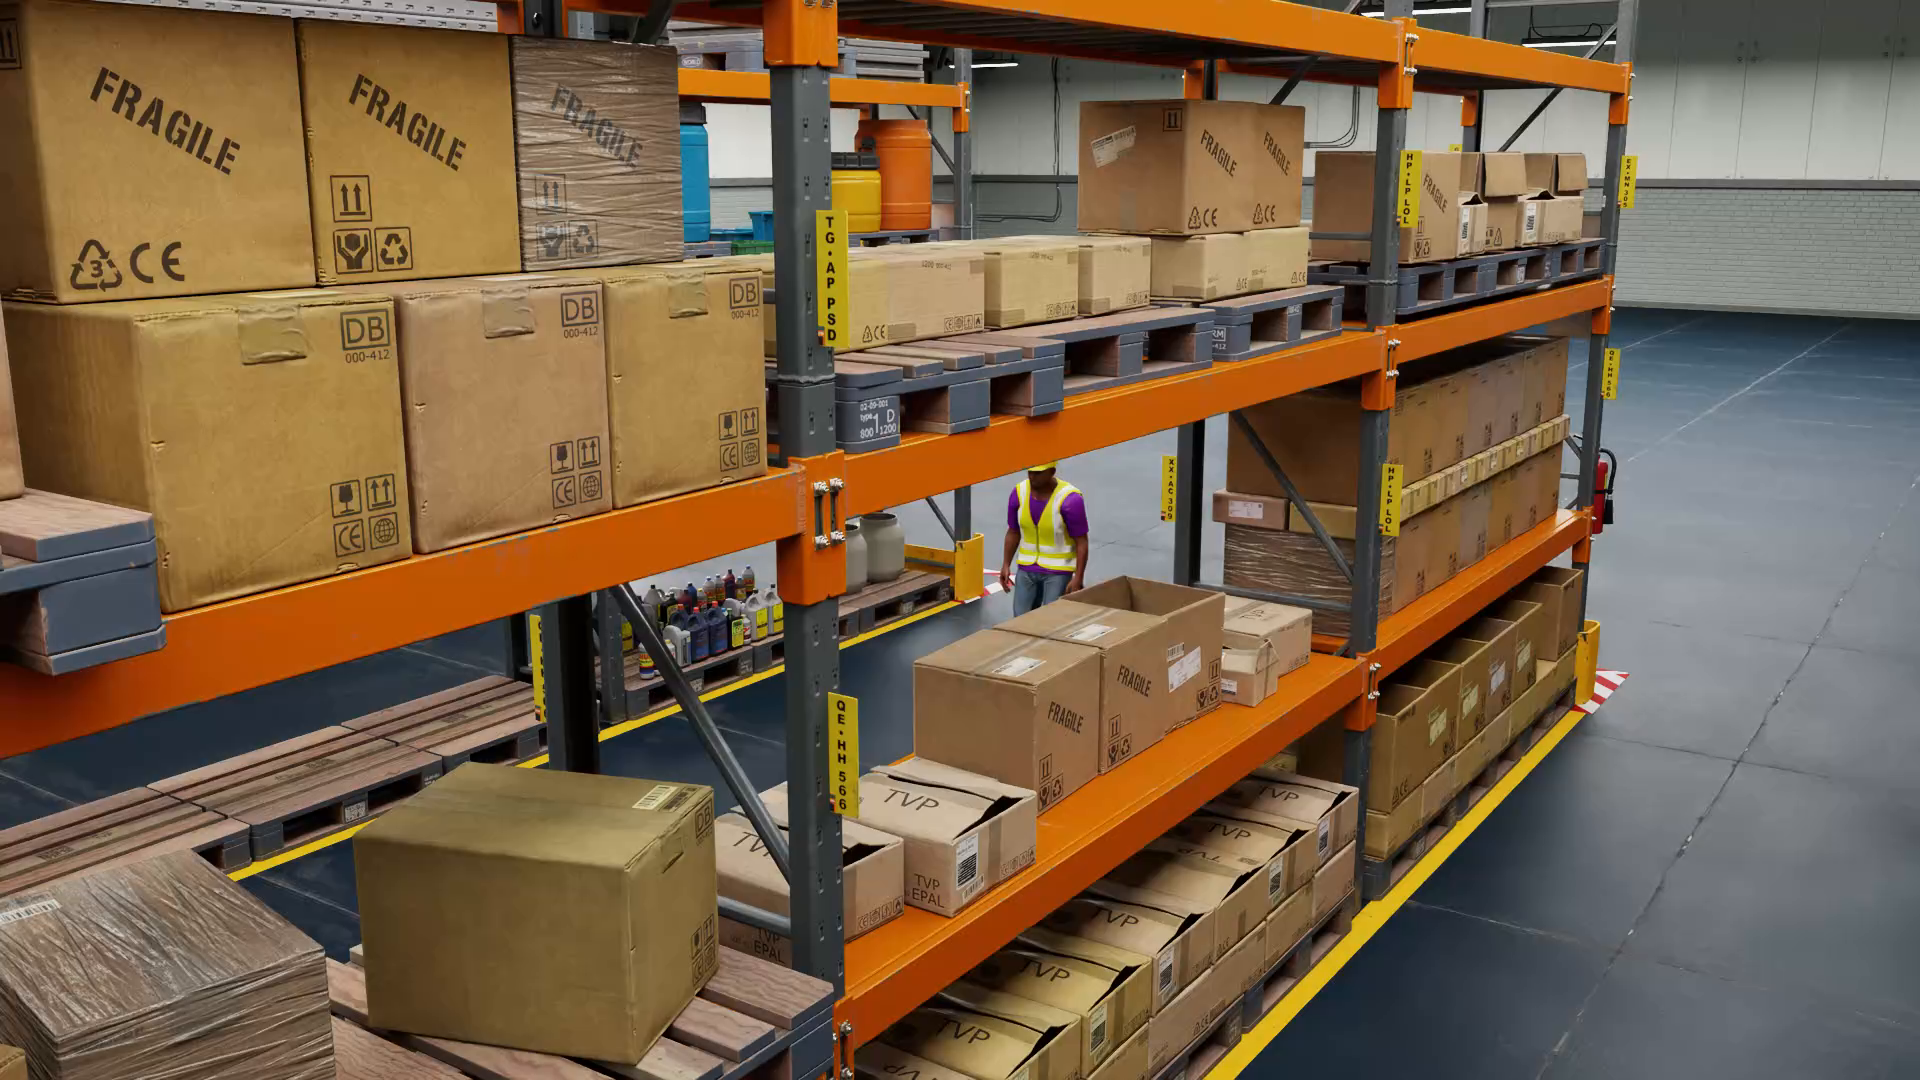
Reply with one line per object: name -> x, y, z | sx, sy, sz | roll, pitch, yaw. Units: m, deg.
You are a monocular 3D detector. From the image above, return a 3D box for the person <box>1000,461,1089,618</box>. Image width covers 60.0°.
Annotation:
person -> 0.545, 0.218, 10.987 | 0.628, 1.761, 0.461 | 9, 15, 33
